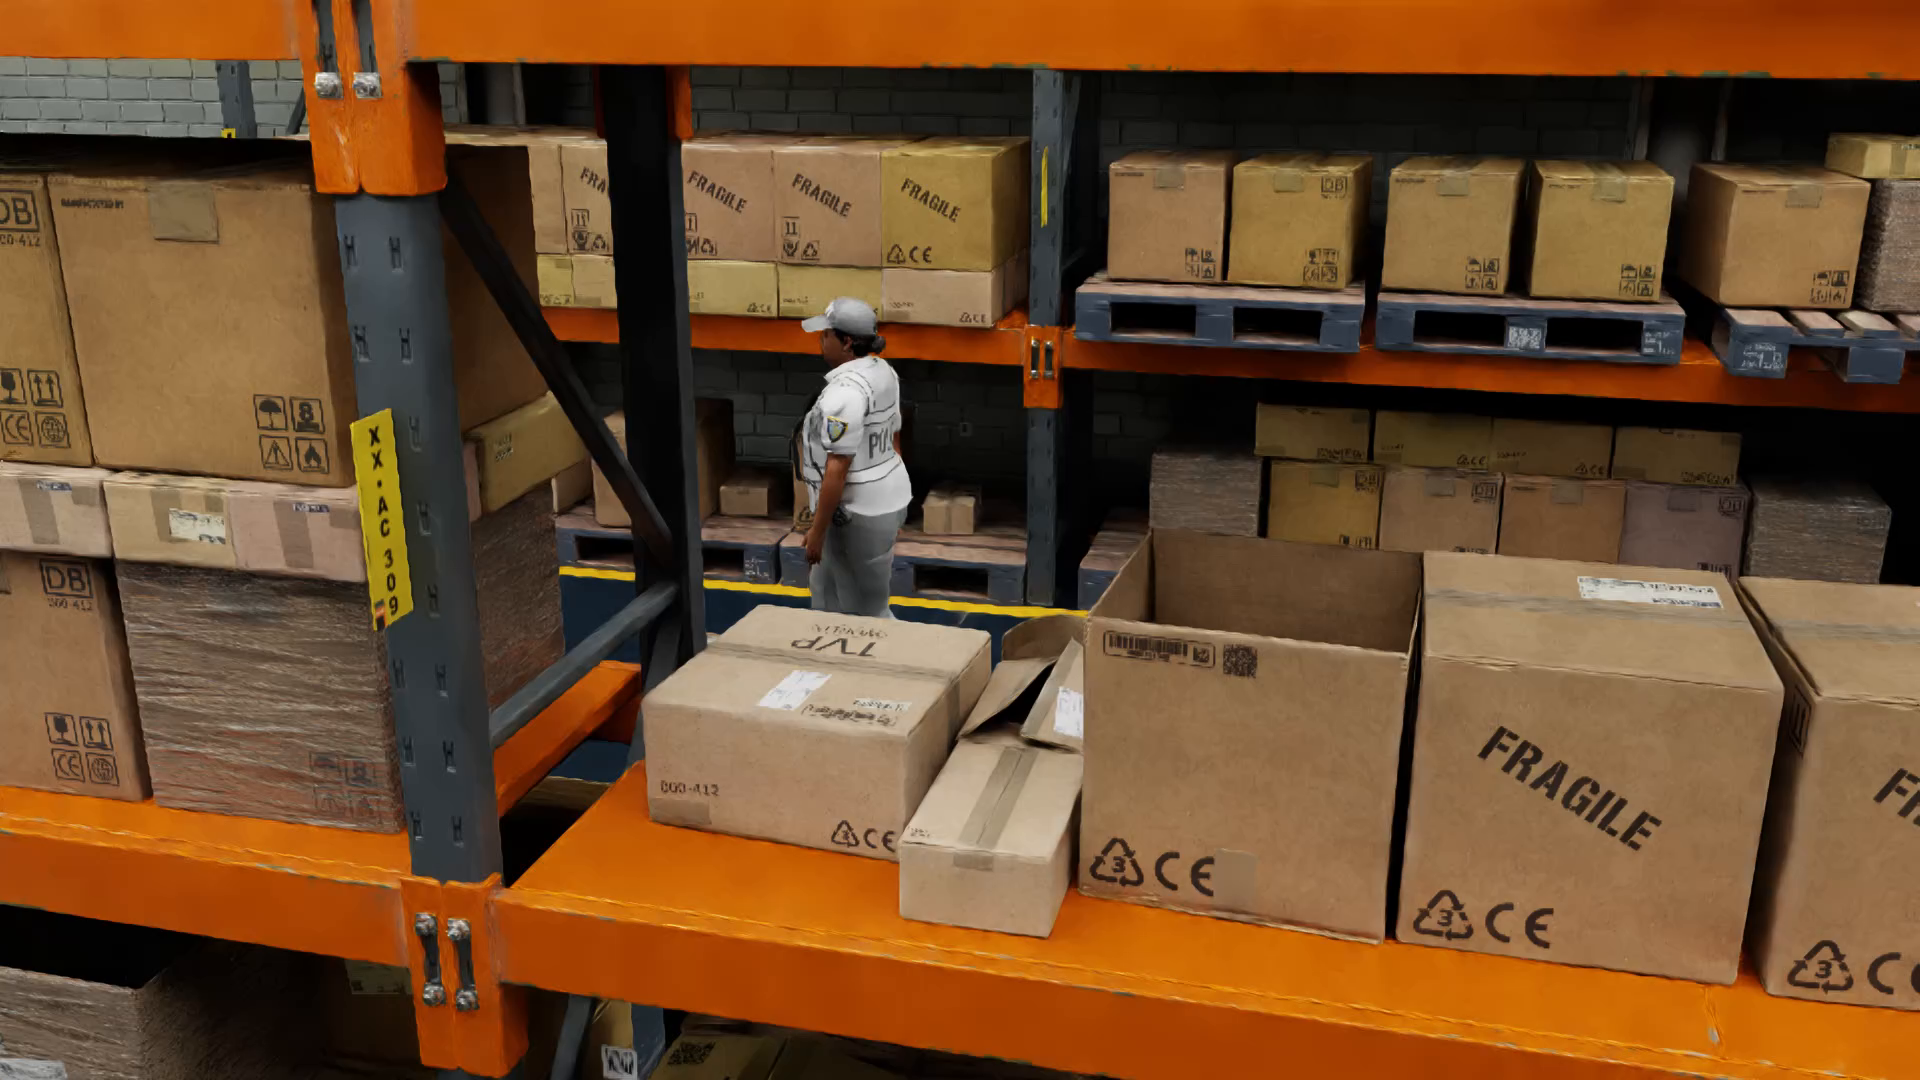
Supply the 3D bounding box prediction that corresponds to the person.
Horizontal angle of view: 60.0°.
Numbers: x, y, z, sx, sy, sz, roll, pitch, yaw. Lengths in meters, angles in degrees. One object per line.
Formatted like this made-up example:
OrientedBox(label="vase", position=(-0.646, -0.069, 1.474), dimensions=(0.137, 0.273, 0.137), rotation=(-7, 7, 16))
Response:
OrientedBox(label="person", position=(-0.467, -0.099, 6.309), dimensions=(0.667, 1.655, 0.489), rotation=(4, 19, 12))
